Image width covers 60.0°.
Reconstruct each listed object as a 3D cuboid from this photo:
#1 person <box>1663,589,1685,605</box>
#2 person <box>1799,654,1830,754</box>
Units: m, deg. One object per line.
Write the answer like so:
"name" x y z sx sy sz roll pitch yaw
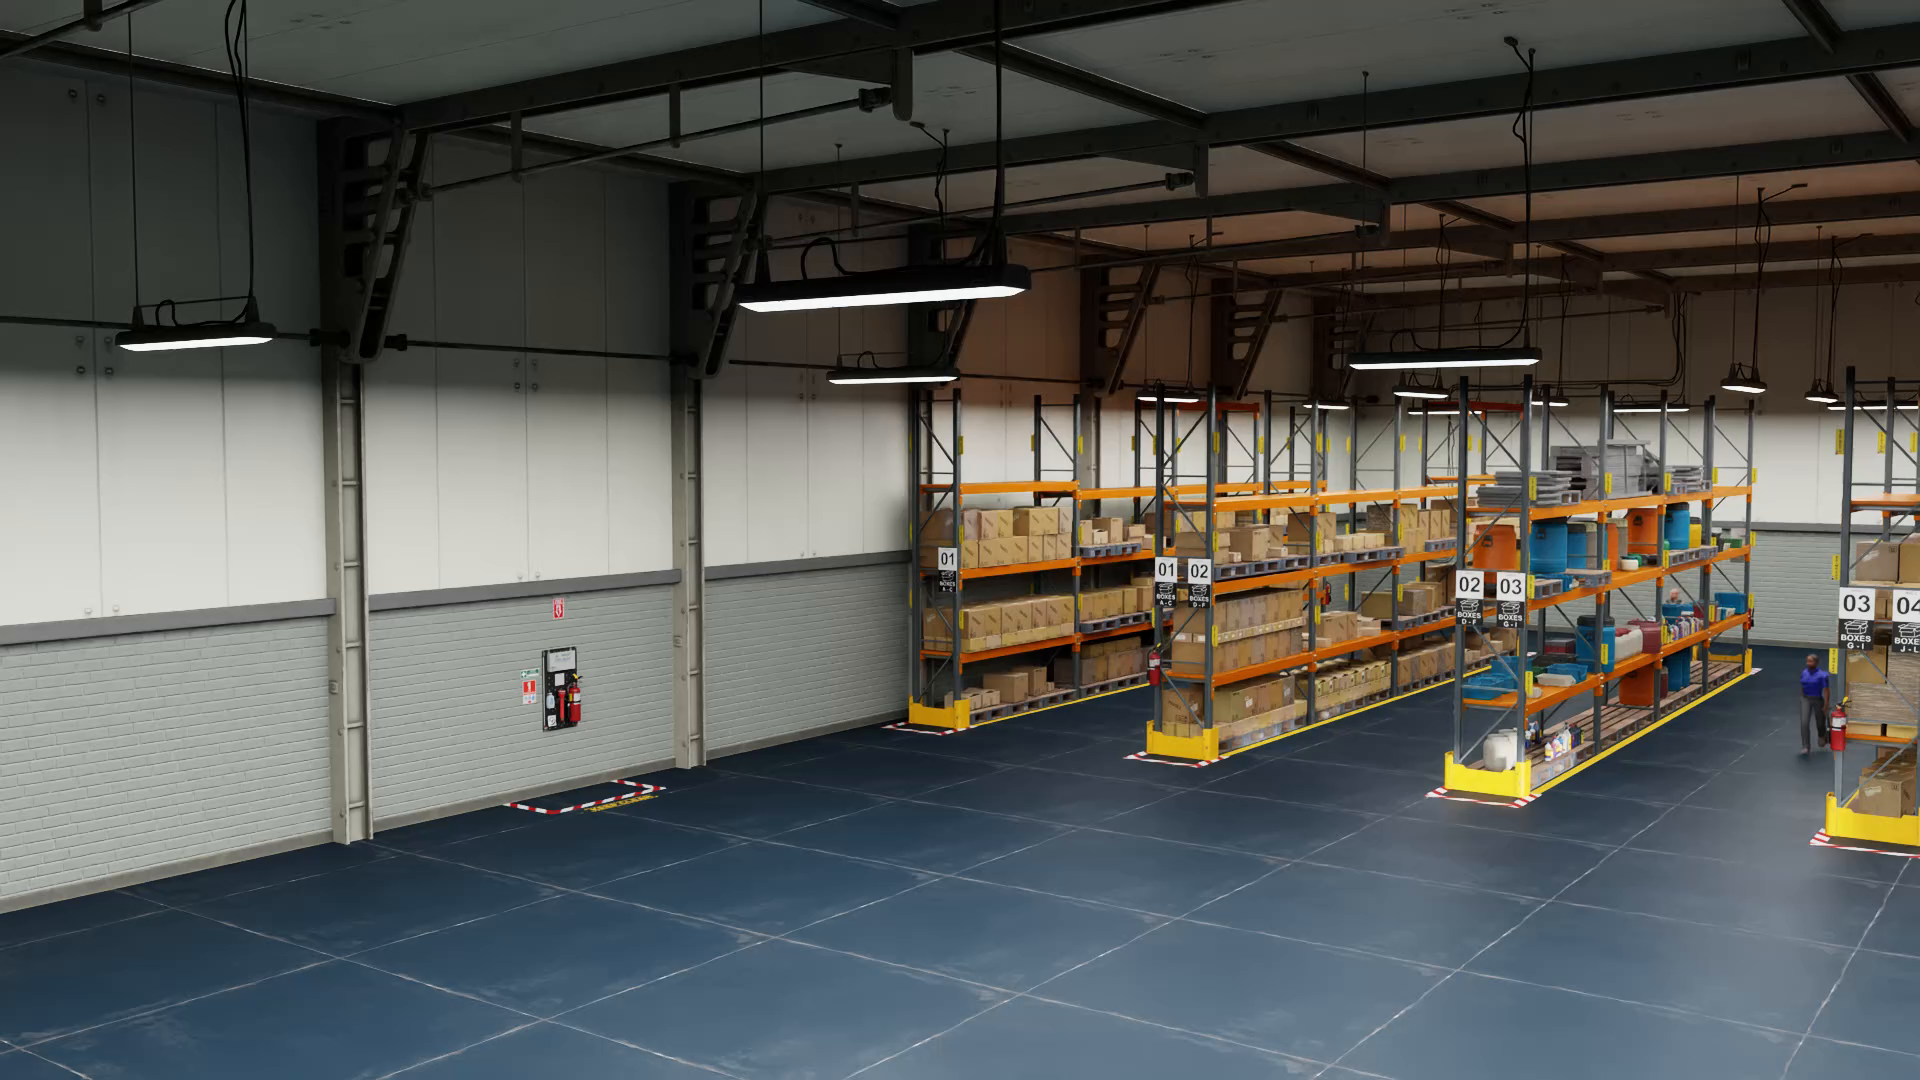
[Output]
"person" 16.420 1.960 38.417 1.047 1.658 0.577 -2 4 -36
"person" 13.898 2.646 27.033 0.433 1.598 0.863 2 4 34
